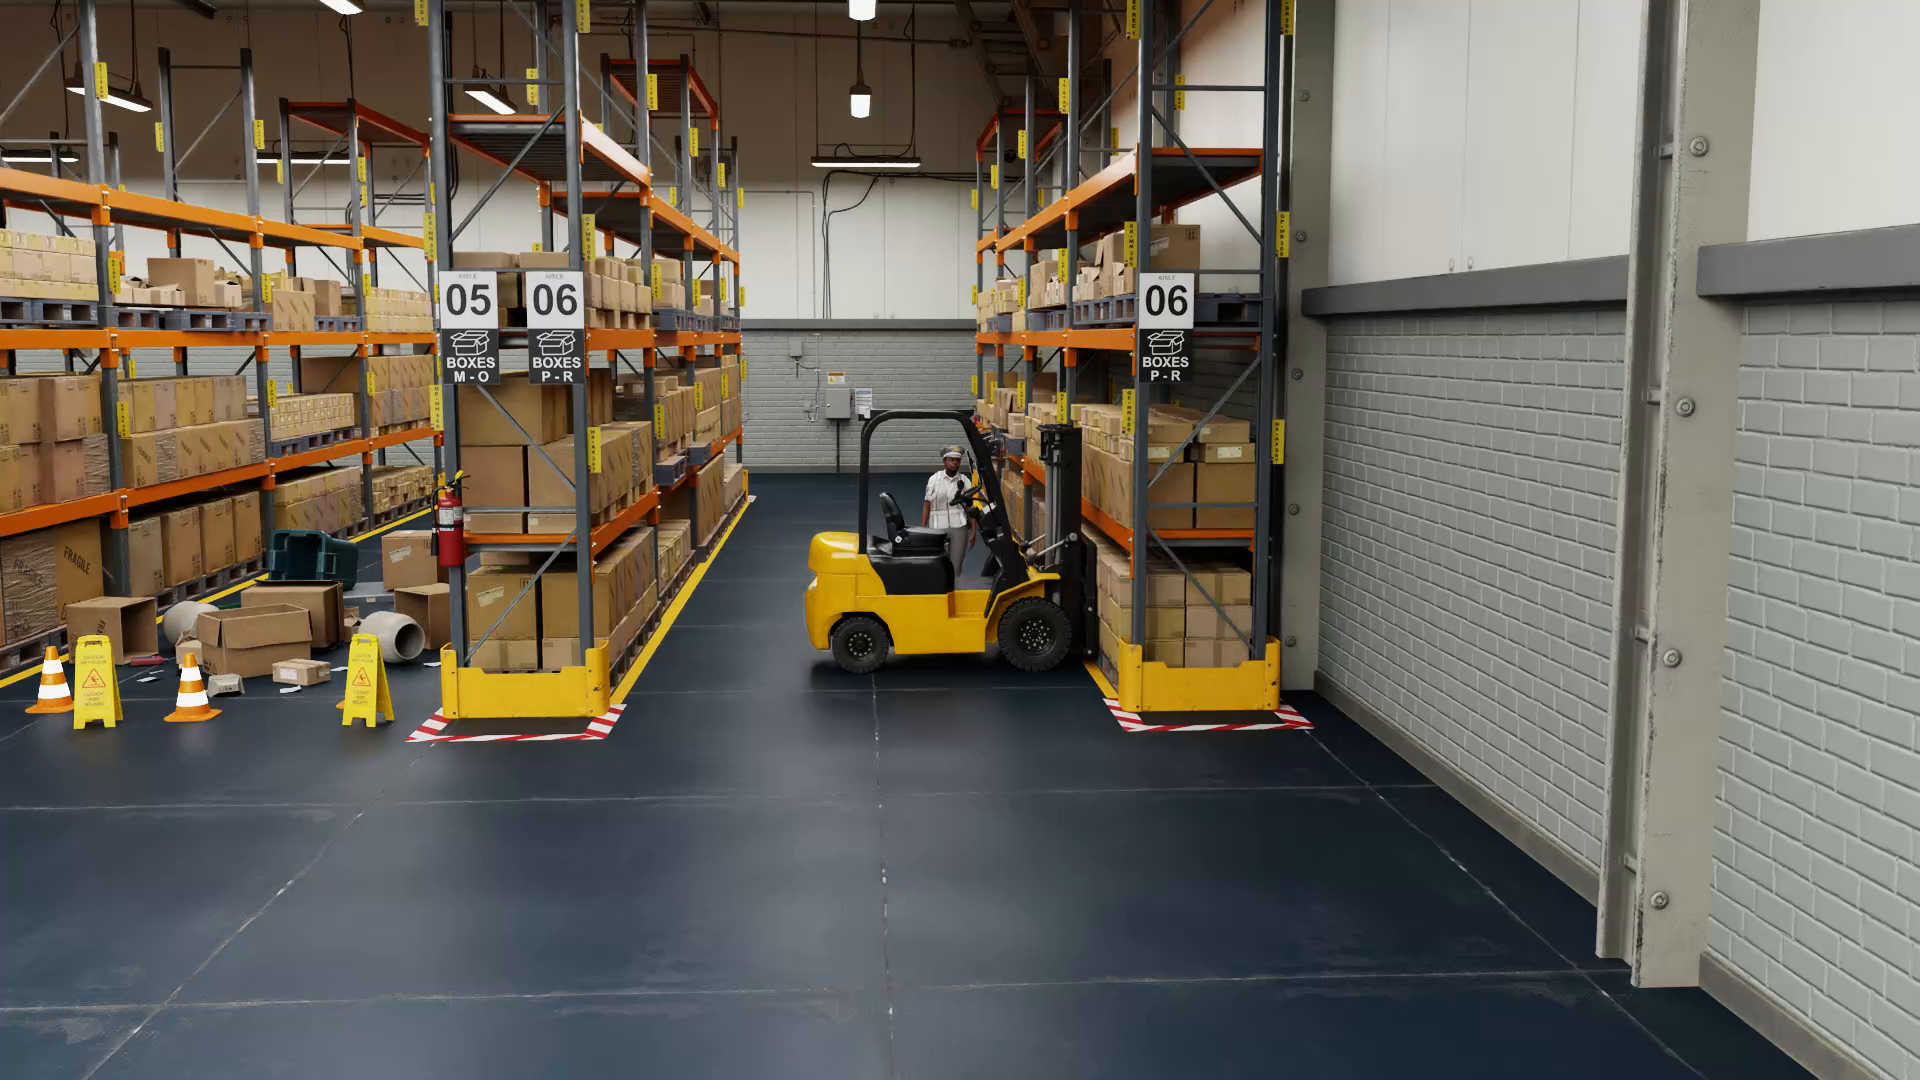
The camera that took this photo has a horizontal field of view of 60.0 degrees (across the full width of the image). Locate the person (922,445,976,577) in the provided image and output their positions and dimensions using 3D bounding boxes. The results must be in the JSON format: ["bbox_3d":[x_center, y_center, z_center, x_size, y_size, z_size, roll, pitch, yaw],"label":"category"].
[{"bbox_3d":[-0.121,-0.072,16.126,0.569,1.694,0.529,0,7,-4],"label":"person"}]
